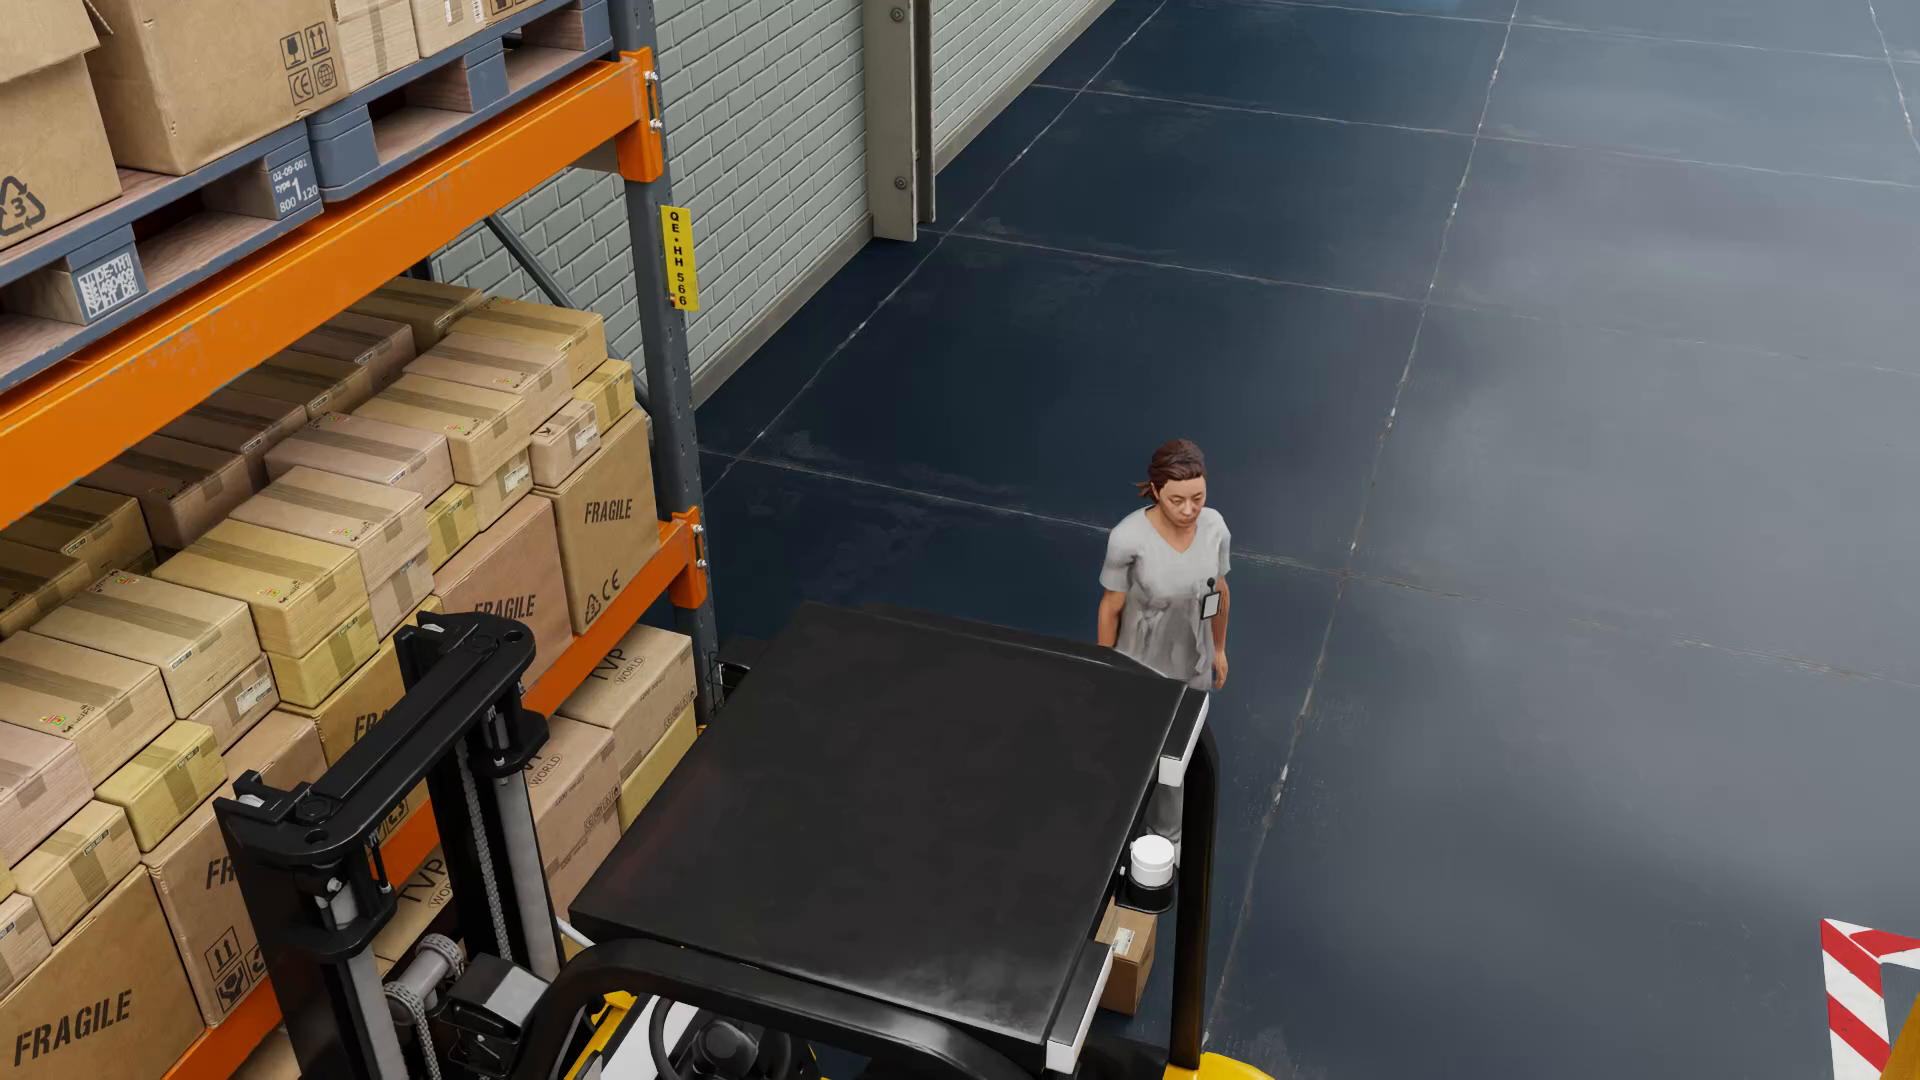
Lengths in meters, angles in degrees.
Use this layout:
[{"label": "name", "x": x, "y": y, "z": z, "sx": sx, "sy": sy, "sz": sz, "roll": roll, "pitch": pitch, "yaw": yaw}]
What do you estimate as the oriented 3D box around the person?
[{"label": "person", "x": 0.674, "y": 0.412, "z": 5.491, "sx": 0.472, "sy": 1.678, "sz": 0.427, "roll": -11, "pitch": 35, "yaw": -16}]
